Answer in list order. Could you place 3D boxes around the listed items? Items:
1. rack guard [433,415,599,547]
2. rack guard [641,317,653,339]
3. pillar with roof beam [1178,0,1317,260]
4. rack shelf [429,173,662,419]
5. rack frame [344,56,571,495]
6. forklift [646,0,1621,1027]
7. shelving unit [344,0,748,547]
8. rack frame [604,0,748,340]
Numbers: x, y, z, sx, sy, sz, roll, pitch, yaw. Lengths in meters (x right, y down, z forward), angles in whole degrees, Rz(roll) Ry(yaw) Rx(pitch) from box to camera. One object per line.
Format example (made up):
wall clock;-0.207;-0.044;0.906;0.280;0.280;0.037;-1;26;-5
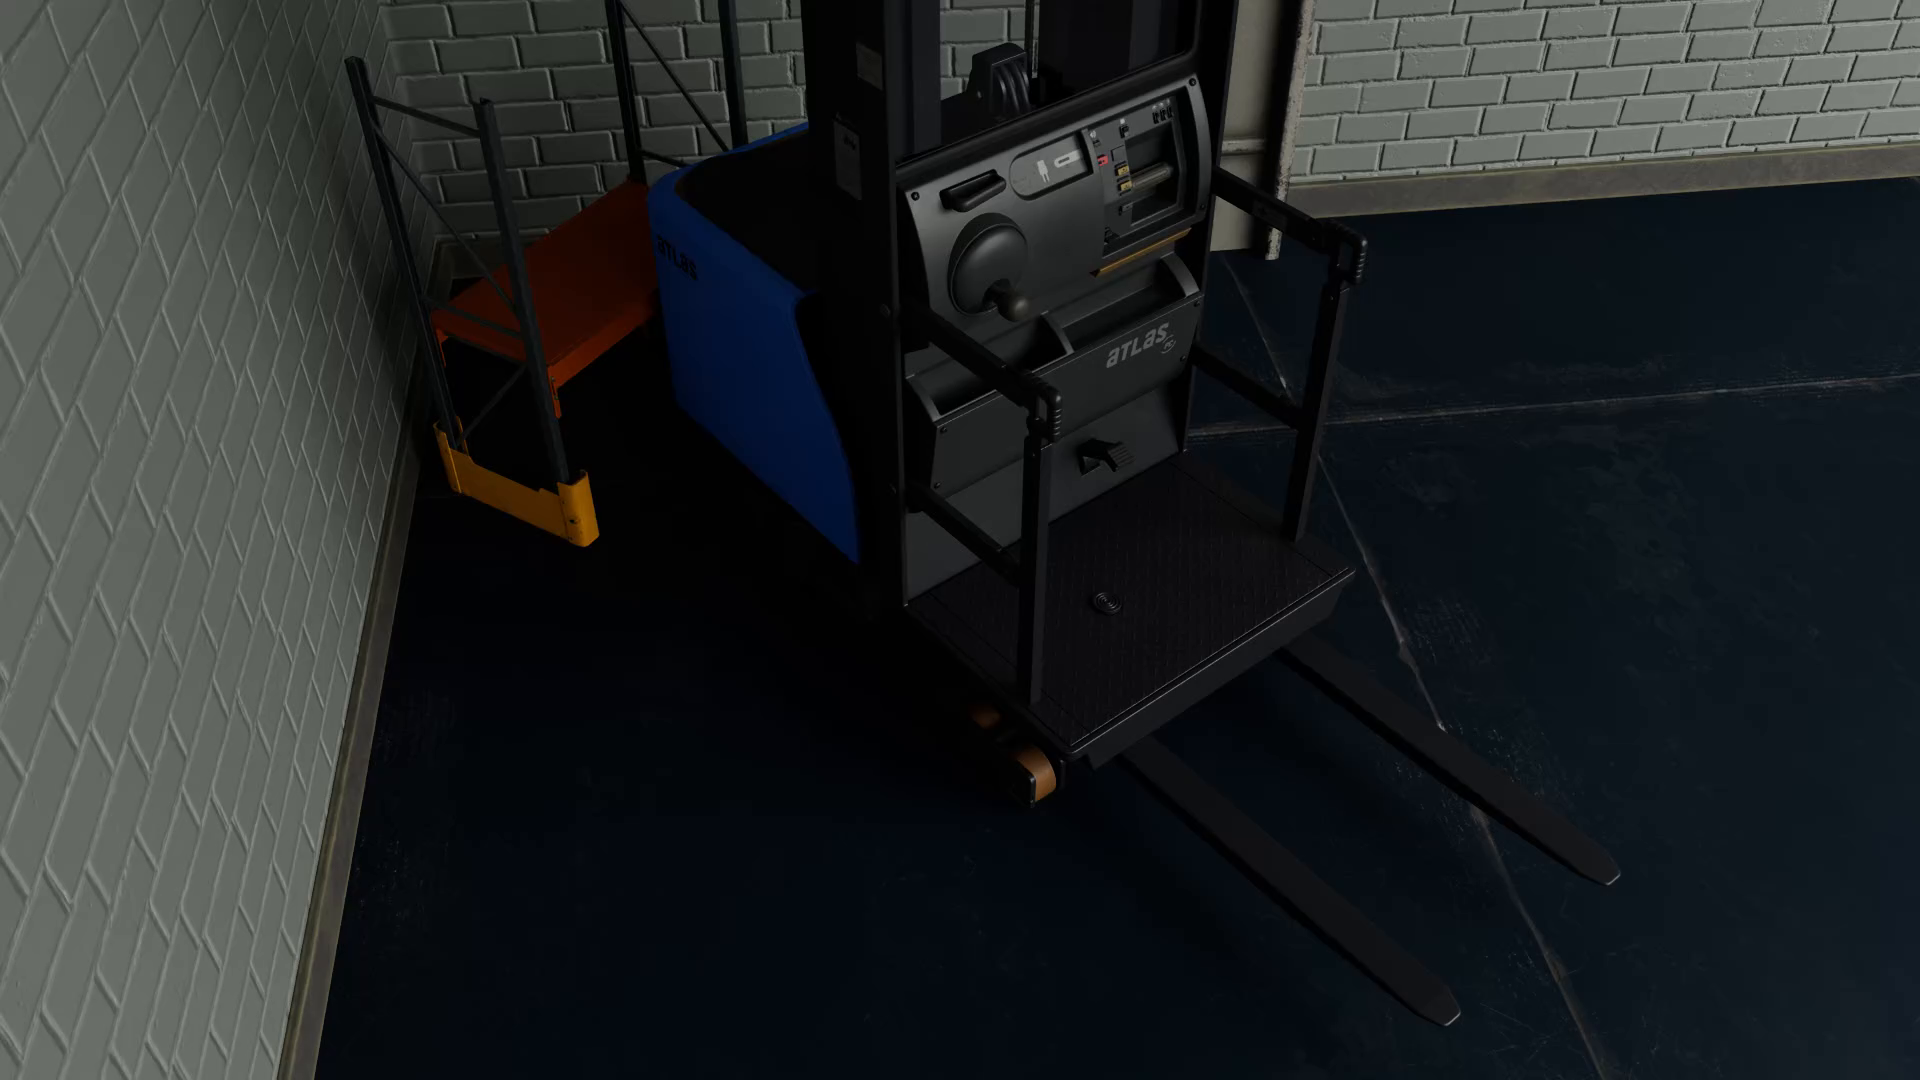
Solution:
rack guard;-1.408;-0.191;5.275;0.587;0.250;0.087;22;46;22
rack guard;-0.897;-0.763;5.909;0.587;0.250;0.087;22;46;22
pillar with roof beam;1.580;-1.660;0.372;0.400;9.000;9.100;-5;42;-6
rack shelf;-1.157;-0.802;5.288;0.538;0.185;1.000;22;46;22
rack frame;-1.418;-0.644;4.844;0.500;1.500;0.032;22;46;22
forklift;0.391;-0.764;3.909;1.130;2.935;3.031;-28;49;-28
shelving unit;-1.152;-0.941;5.173;0.587;1.500;1.083;22;46;22
rack frame;-0.896;-1.228;5.492;0.500;1.500;0.032;22;46;22
